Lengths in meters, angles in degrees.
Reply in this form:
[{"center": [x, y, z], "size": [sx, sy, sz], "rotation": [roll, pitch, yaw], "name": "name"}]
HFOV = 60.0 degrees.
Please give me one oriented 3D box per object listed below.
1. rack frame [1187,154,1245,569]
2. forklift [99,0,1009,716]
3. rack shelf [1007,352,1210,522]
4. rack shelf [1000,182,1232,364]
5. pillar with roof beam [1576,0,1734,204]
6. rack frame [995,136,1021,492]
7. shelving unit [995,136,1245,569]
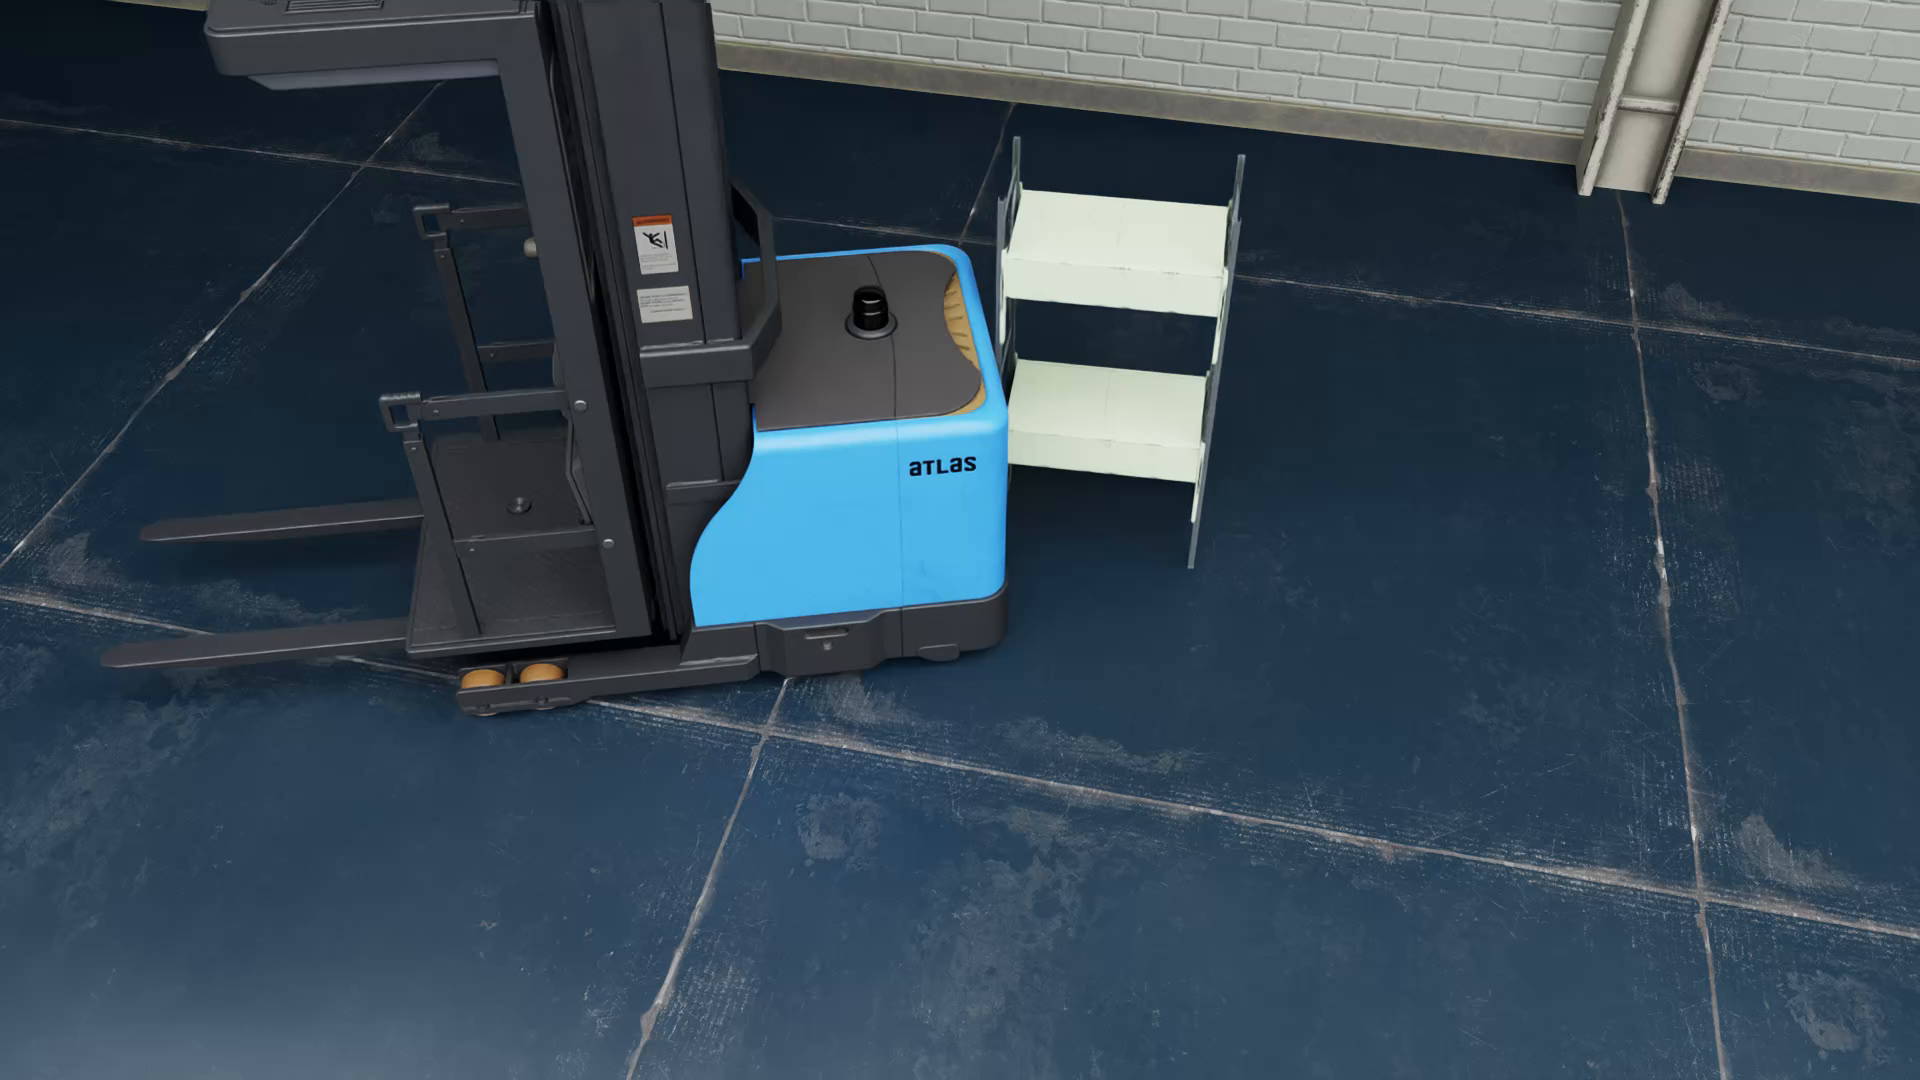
[{"center": [0.882, -0.571, 5.762], "size": [0.023, 1.500, 0.400], "rotation": [6, 44, 6], "name": "rack frame"}, {"center": [-1.394, -0.853, 5.023], "size": [3.031, 2.935, 1.130], "rotation": [-5, 44, -6], "name": "forklift"}, {"center": [0.520, -0.375, 6.029], "size": [0.720, 0.370, 0.431], "rotation": [6, 44, 6], "name": "rack shelf"}, {"center": [0.520, -0.891, 5.532], "size": [0.720, 0.370, 0.431], "rotation": [6, 44, 6], "name": "rack shelf"}, {"center": [2.251, -2.060, 1.901], "size": [0.400, 9.000, 9.100], "rotation": [9, 45, 9], "name": "pillar with roof beam"}, {"center": [0.158, -0.650, 5.843], "size": [0.023, 1.500, 0.400], "rotation": [6, 44, 6], "name": "rack frame"}, {"center": [0.520, -0.610, 5.803], "size": [0.755, 1.500, 0.431], "rotation": [6, 44, 6], "name": "shelving unit"}]
